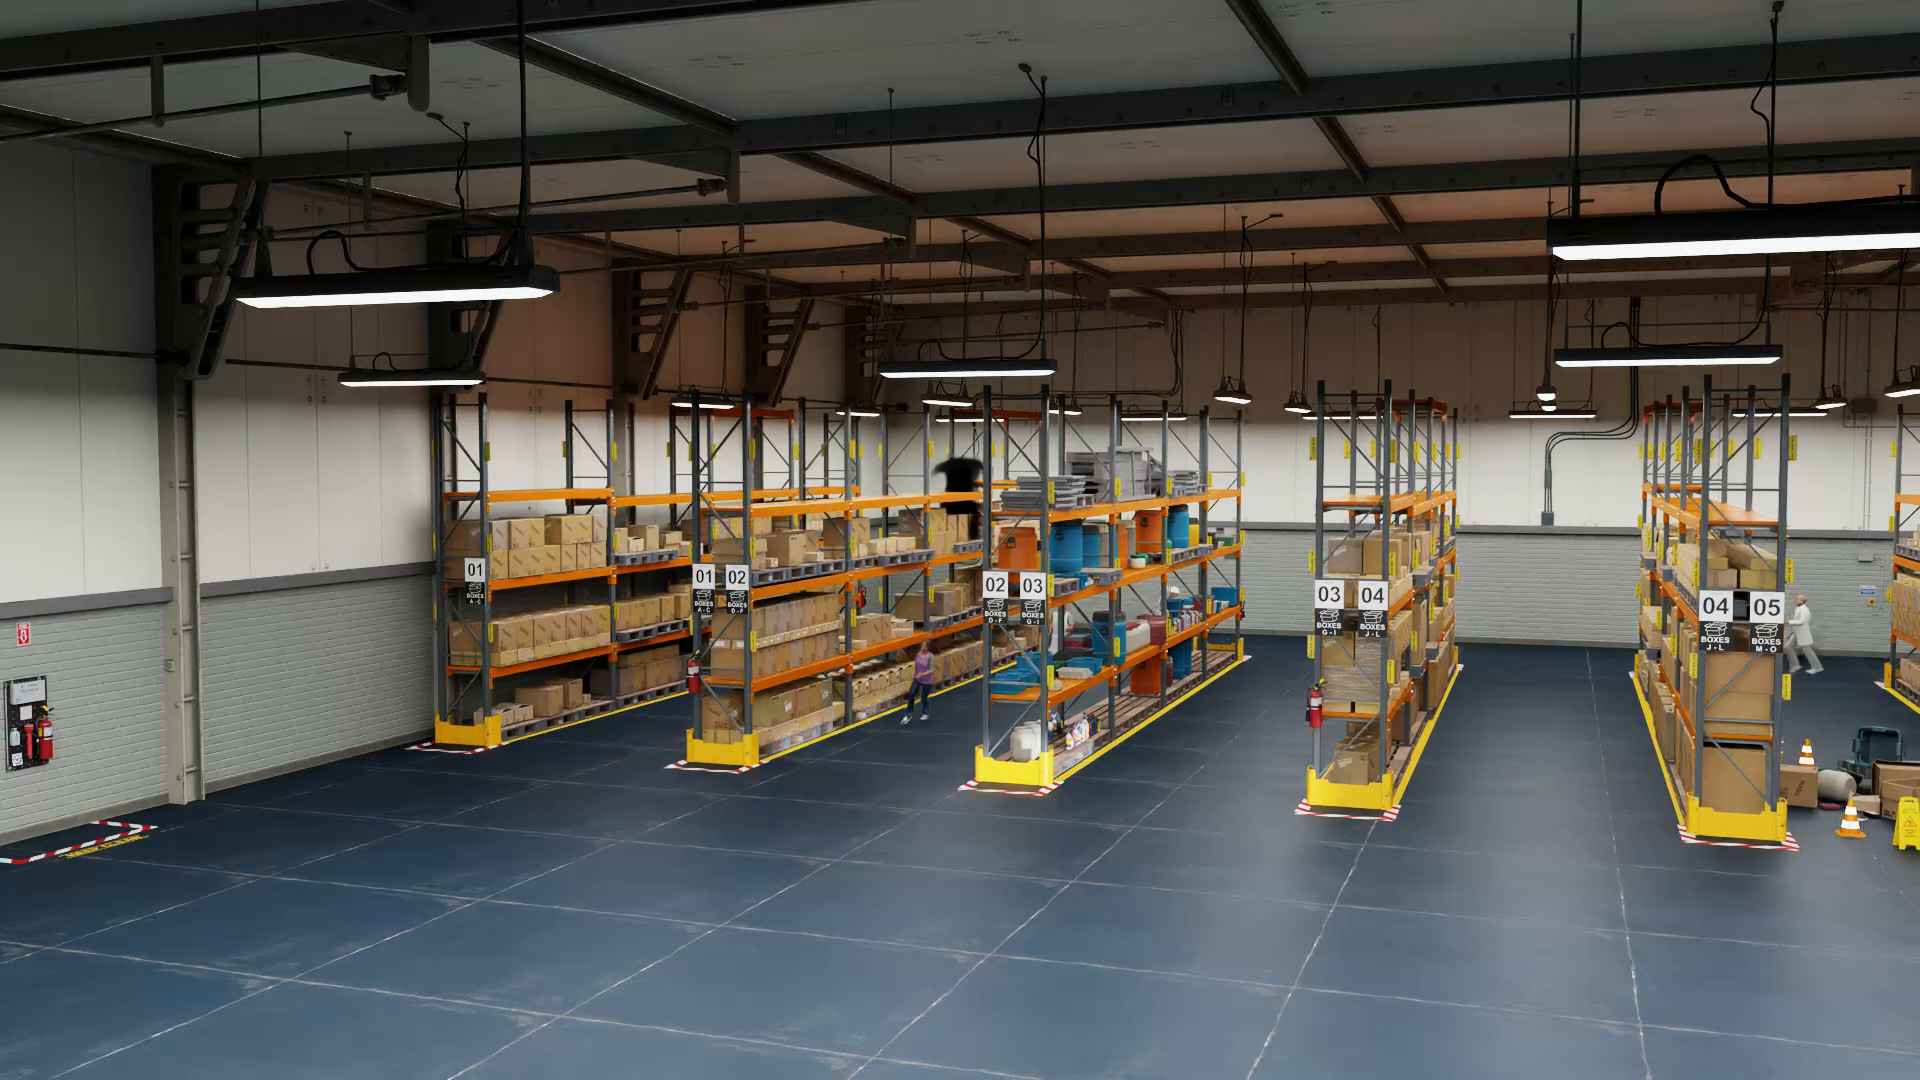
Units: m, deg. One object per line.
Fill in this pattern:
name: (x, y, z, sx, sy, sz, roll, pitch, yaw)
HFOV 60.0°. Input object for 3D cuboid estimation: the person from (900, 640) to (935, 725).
person: (-0.708, 2.583, 30.382, 0.614, 1.555, 0.719, 1, 3, 23)

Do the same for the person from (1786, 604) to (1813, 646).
person: (18.776, 1.895, 37.127, 0.608, 0.939, 0.668, 0, 3, 7)

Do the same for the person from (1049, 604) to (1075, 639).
person: (2.182, 2.166, 36.409, 0.650, 1.745, 0.659, 1, 3, 14)

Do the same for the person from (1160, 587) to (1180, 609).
person: (5.243, 1.941, 41.976, 0.677, 1.544, 0.855, -3, 4, -43)
